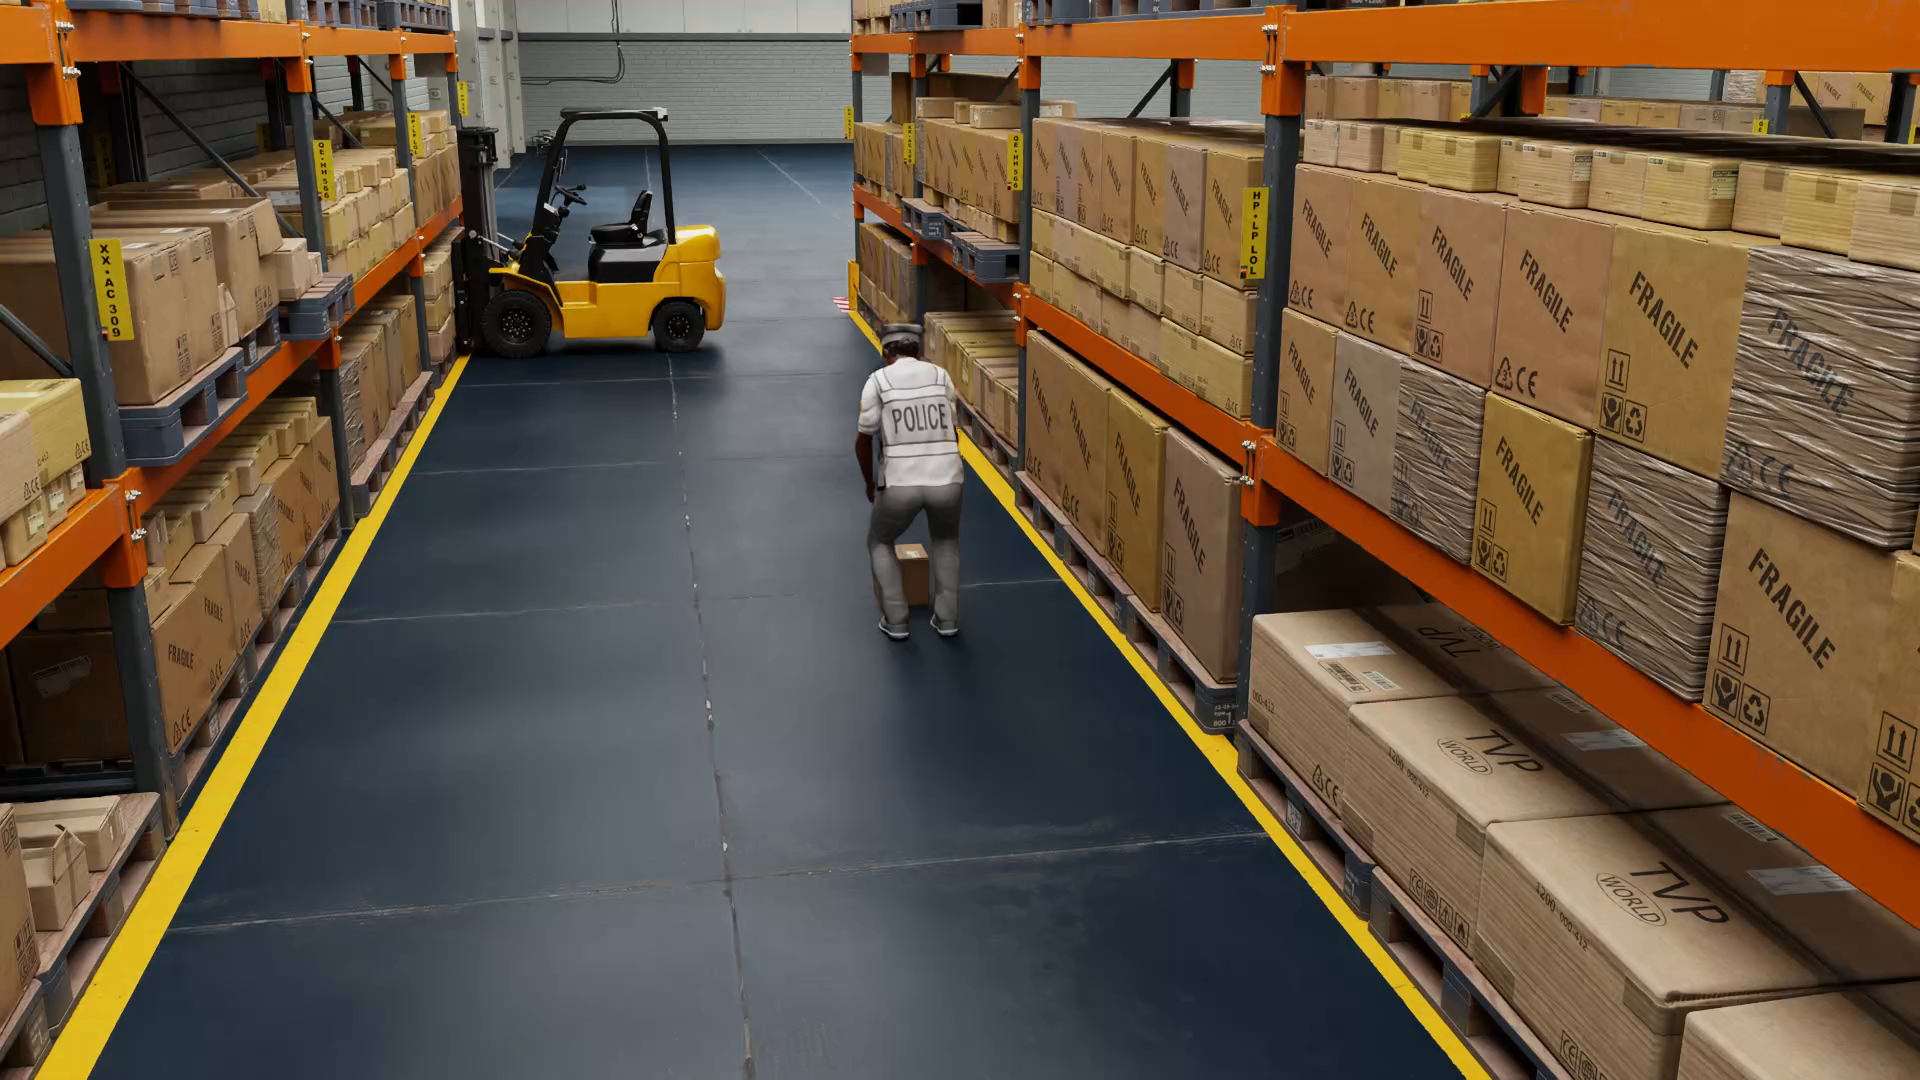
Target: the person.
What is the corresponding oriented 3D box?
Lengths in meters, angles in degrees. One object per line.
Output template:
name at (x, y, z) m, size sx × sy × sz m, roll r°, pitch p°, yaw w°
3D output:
person at (-0.240, -0.272, 7.829) m, size 0.492 × 1.464 × 0.650 m, roll -3°, pitch 17°, yaw -10°
